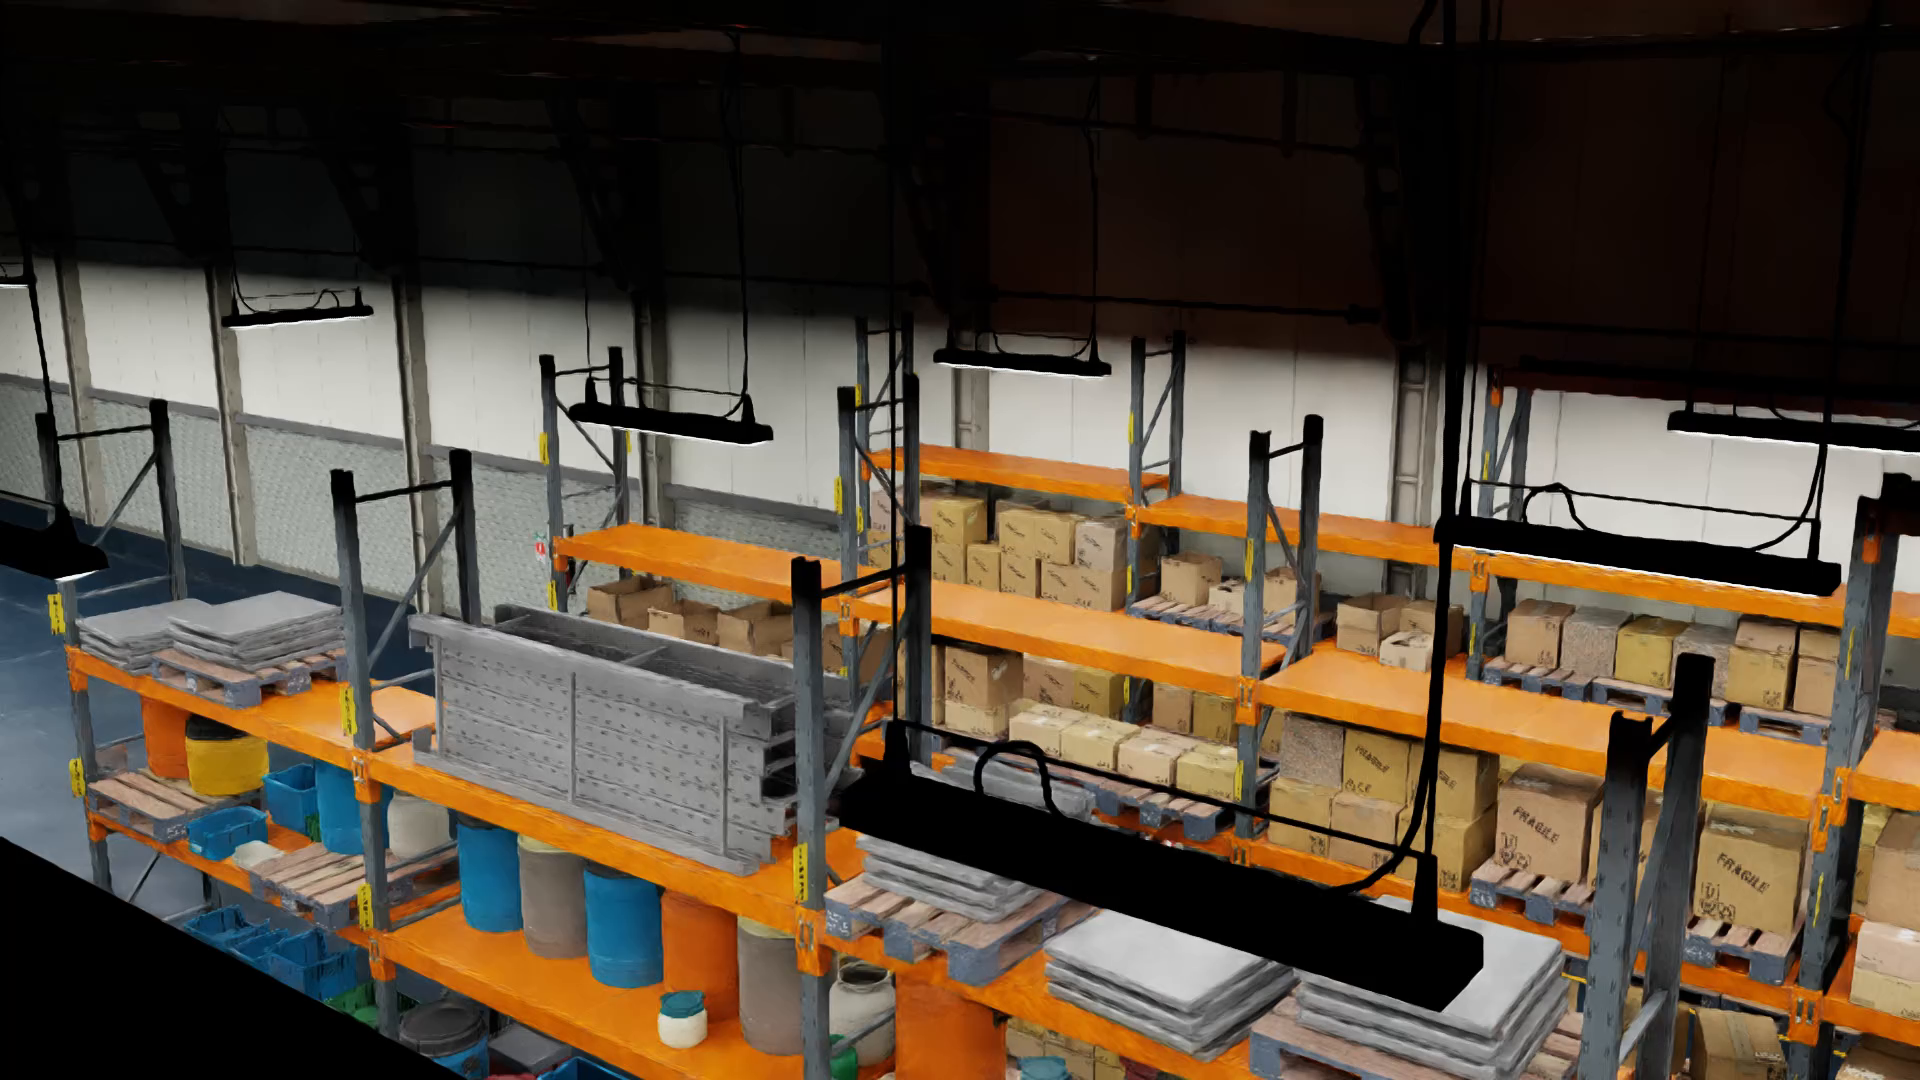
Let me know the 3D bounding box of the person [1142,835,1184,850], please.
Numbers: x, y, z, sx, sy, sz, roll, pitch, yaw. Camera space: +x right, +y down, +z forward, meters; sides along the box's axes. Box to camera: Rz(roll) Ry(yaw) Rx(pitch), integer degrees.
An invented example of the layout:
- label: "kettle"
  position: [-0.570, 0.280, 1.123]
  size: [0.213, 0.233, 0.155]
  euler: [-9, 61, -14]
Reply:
- label: "person"
  position: [1.936, 3.498, 16.154]
  size: [0.605, 1.789, 0.450]
  euler: [1, 13, 6]
